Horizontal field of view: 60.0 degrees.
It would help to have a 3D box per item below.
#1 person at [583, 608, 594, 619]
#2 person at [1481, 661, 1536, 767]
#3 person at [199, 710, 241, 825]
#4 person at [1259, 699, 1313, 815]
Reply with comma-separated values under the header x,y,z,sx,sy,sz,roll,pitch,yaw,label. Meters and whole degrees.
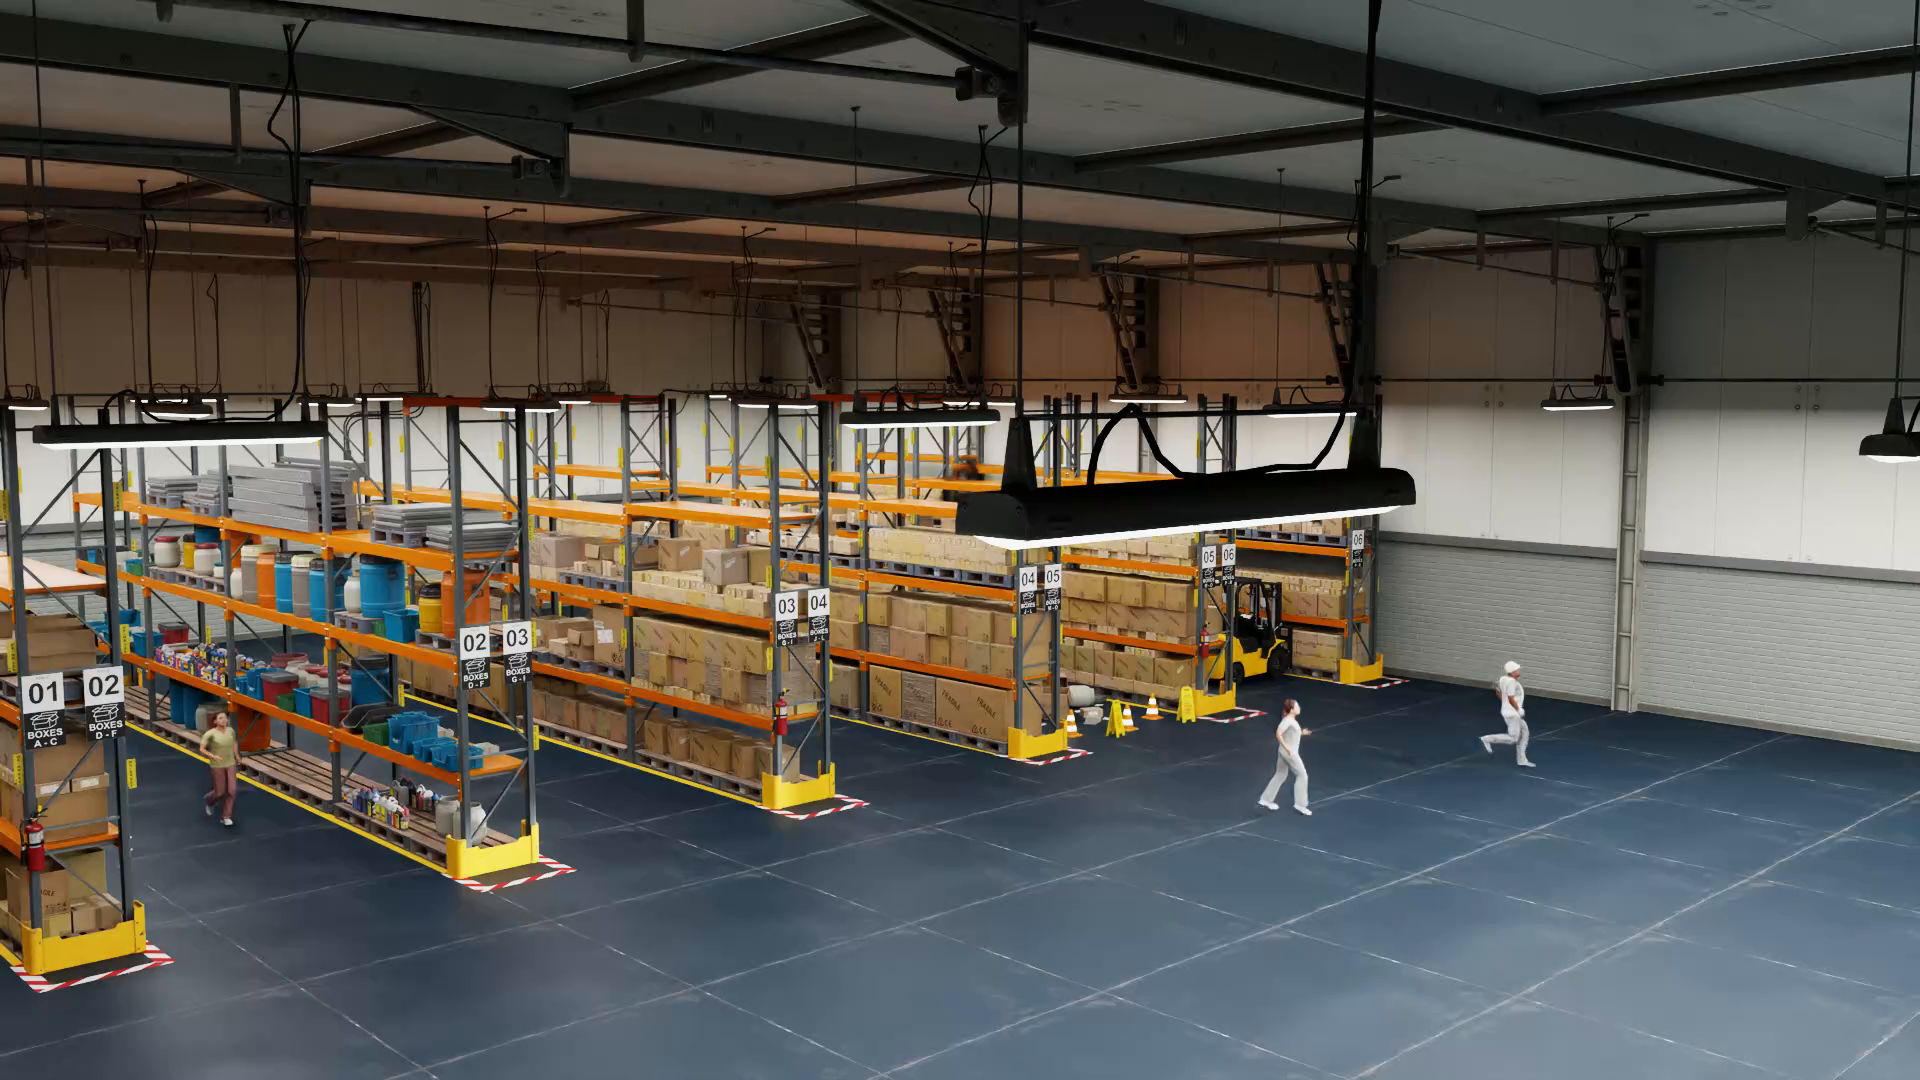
x,y,z,sx,sy,sz,roll,pitch,yaw,label
-9.095,1.530,41.137,0.669,1.727,0.688,1,6,11,person
8.998,2.854,27.243,0.898,1.750,0.676,1,6,11,person
-10.552,3.225,23.736,0.626,1.628,0.580,4,7,39,person
4.752,3.163,24.256,0.793,1.725,0.541,0,6,-3,person
